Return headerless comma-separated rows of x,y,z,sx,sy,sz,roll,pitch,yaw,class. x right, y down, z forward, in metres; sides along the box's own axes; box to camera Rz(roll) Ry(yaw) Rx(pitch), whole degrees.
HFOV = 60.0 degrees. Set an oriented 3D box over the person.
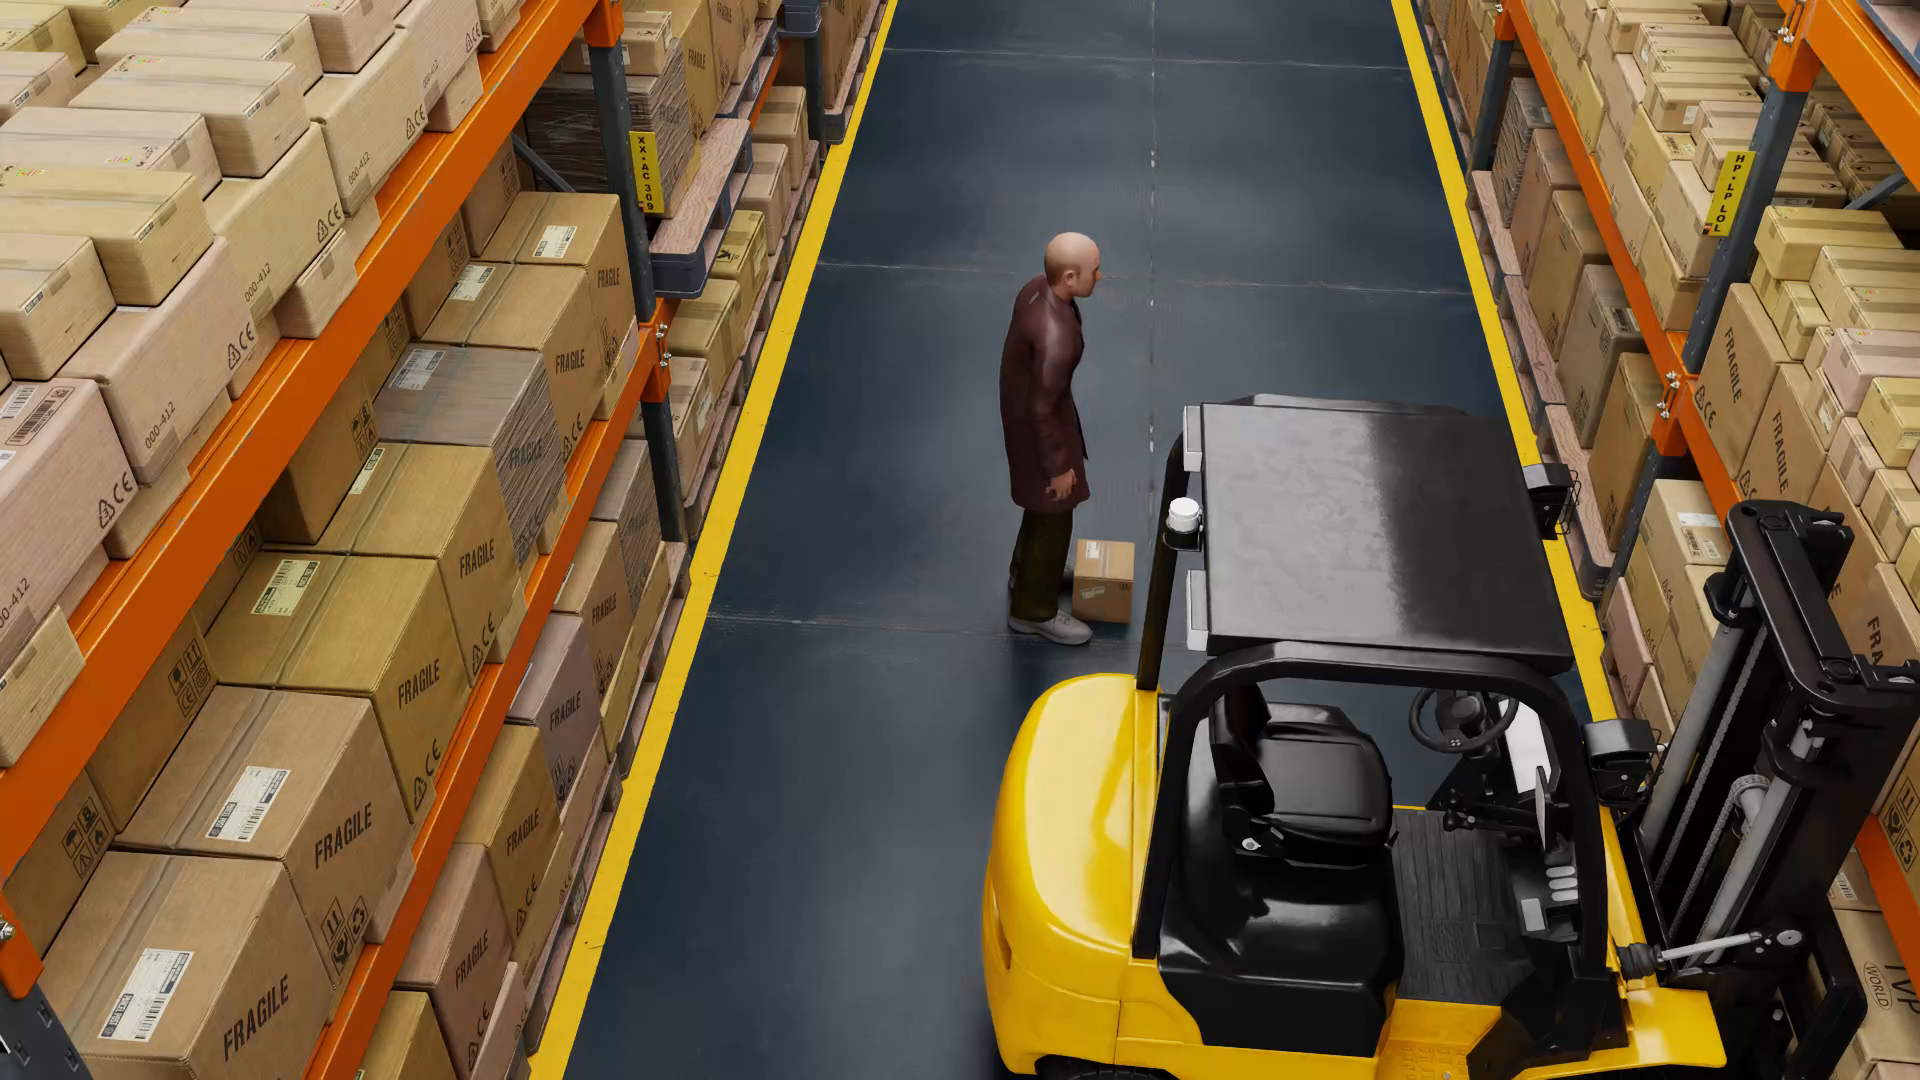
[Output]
0.367,-0.429,6.688,0.429,1.772,0.650,1,40,1,person
